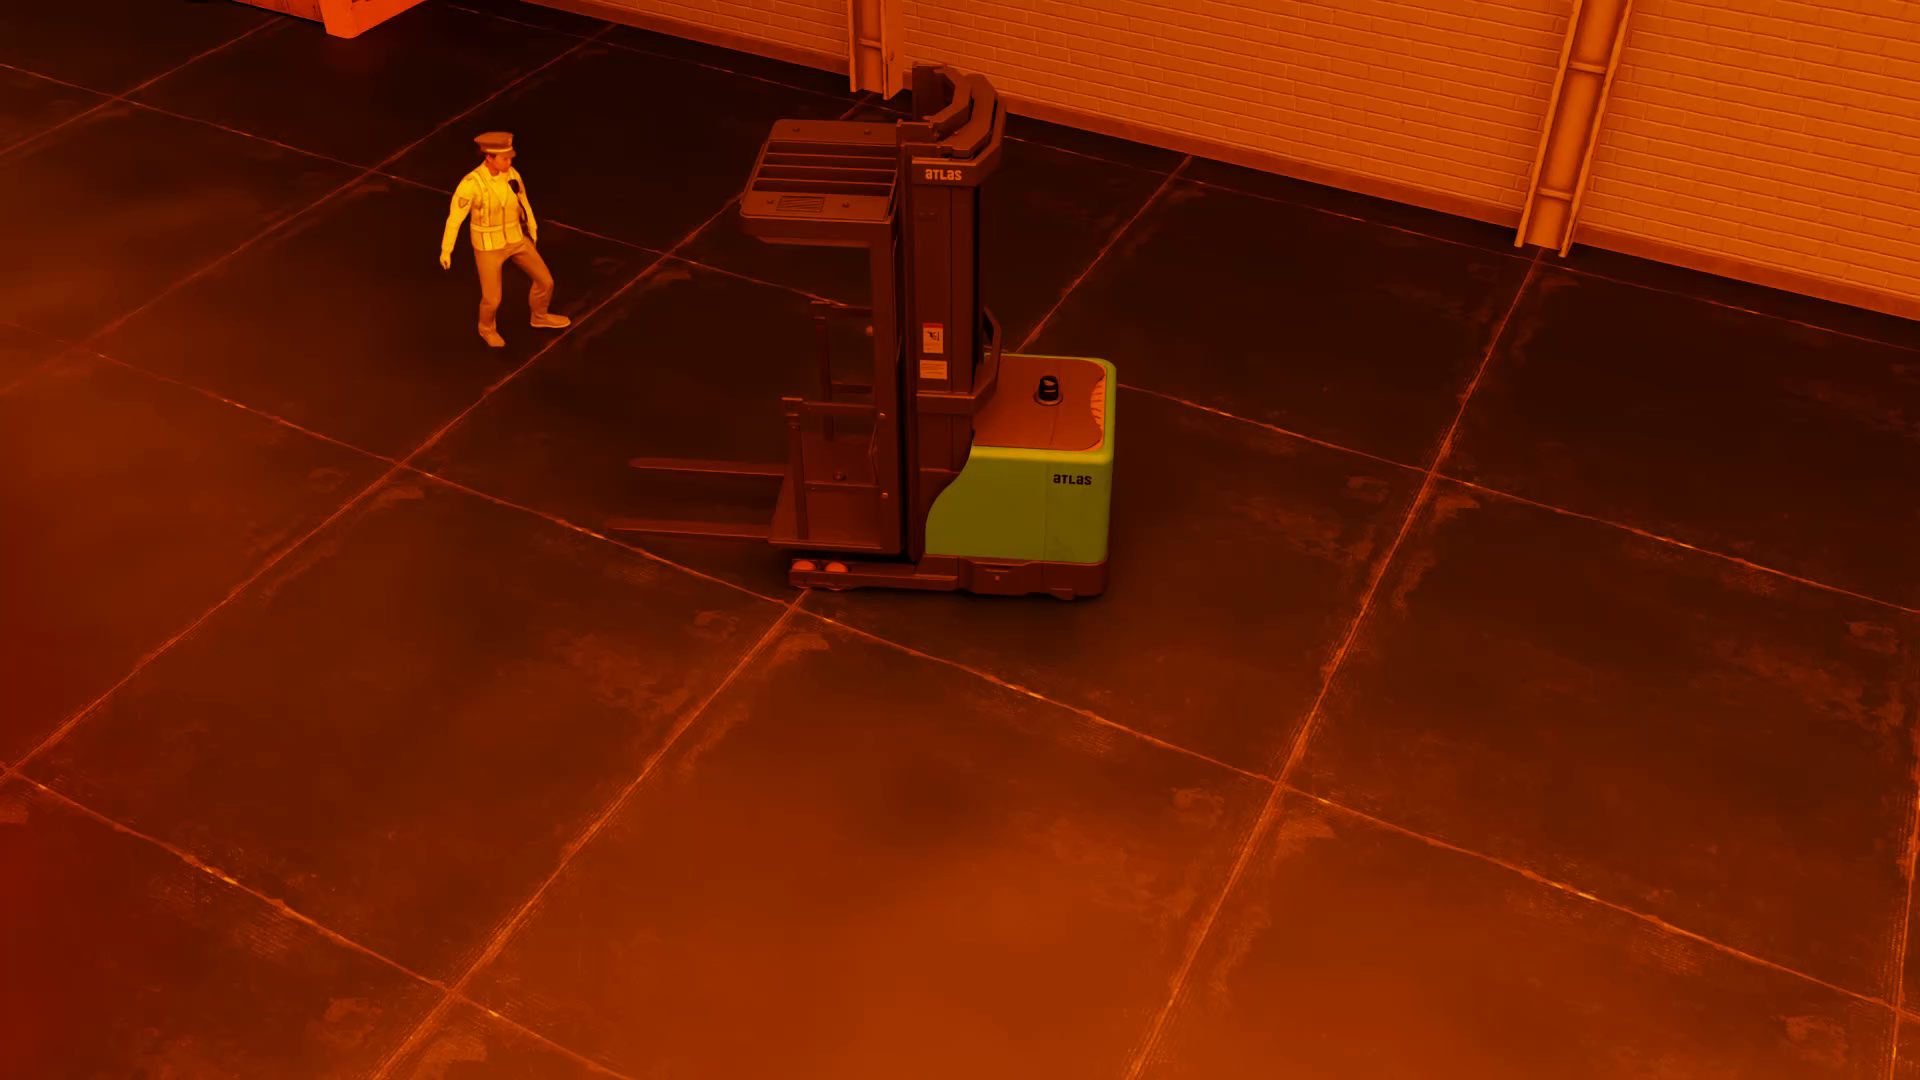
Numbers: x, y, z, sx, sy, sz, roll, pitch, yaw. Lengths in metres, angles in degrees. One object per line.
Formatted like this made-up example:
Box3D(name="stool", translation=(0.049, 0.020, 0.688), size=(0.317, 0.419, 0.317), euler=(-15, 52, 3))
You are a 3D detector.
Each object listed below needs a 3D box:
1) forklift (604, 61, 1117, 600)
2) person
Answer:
Box3D(name="forklift", translation=(-0.606, -1.157, 9.360), size=(3.031, 2.935, 1.130), euler=(3, 40, 4))
Box3D(name="person", translation=(-3.206, -2.050, 11.491), size=(0.812, 1.650, 0.441), euler=(-29, 48, -30))
